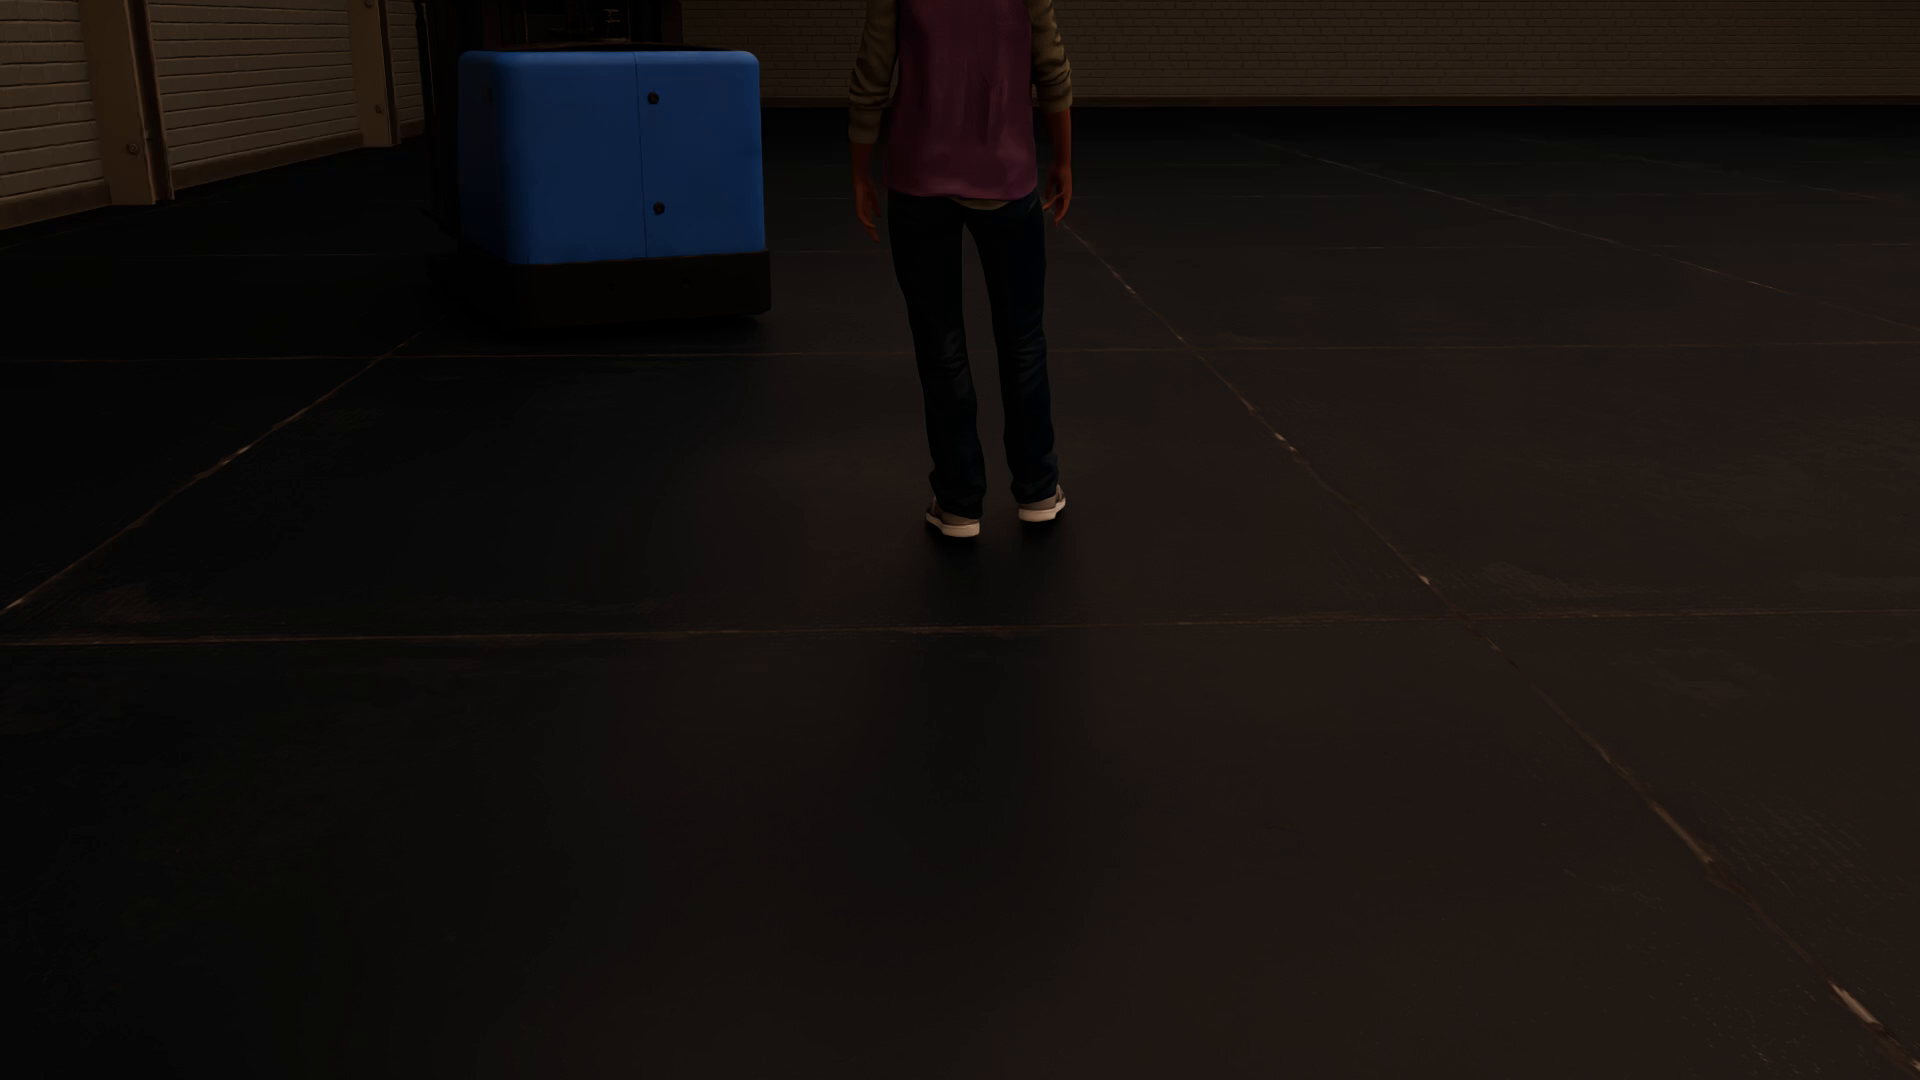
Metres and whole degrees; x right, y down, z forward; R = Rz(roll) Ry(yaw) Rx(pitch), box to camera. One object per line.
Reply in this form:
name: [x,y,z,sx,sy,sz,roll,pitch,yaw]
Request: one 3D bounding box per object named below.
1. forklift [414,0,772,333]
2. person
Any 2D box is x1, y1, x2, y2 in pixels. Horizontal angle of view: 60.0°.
forklift: [-1.857,-2.583,7.353,1.130,2.935,3.031,-8,19,-25]
person: [0.010,-0.793,3.754,0.520,1.599,0.473,-1,17,-3]
